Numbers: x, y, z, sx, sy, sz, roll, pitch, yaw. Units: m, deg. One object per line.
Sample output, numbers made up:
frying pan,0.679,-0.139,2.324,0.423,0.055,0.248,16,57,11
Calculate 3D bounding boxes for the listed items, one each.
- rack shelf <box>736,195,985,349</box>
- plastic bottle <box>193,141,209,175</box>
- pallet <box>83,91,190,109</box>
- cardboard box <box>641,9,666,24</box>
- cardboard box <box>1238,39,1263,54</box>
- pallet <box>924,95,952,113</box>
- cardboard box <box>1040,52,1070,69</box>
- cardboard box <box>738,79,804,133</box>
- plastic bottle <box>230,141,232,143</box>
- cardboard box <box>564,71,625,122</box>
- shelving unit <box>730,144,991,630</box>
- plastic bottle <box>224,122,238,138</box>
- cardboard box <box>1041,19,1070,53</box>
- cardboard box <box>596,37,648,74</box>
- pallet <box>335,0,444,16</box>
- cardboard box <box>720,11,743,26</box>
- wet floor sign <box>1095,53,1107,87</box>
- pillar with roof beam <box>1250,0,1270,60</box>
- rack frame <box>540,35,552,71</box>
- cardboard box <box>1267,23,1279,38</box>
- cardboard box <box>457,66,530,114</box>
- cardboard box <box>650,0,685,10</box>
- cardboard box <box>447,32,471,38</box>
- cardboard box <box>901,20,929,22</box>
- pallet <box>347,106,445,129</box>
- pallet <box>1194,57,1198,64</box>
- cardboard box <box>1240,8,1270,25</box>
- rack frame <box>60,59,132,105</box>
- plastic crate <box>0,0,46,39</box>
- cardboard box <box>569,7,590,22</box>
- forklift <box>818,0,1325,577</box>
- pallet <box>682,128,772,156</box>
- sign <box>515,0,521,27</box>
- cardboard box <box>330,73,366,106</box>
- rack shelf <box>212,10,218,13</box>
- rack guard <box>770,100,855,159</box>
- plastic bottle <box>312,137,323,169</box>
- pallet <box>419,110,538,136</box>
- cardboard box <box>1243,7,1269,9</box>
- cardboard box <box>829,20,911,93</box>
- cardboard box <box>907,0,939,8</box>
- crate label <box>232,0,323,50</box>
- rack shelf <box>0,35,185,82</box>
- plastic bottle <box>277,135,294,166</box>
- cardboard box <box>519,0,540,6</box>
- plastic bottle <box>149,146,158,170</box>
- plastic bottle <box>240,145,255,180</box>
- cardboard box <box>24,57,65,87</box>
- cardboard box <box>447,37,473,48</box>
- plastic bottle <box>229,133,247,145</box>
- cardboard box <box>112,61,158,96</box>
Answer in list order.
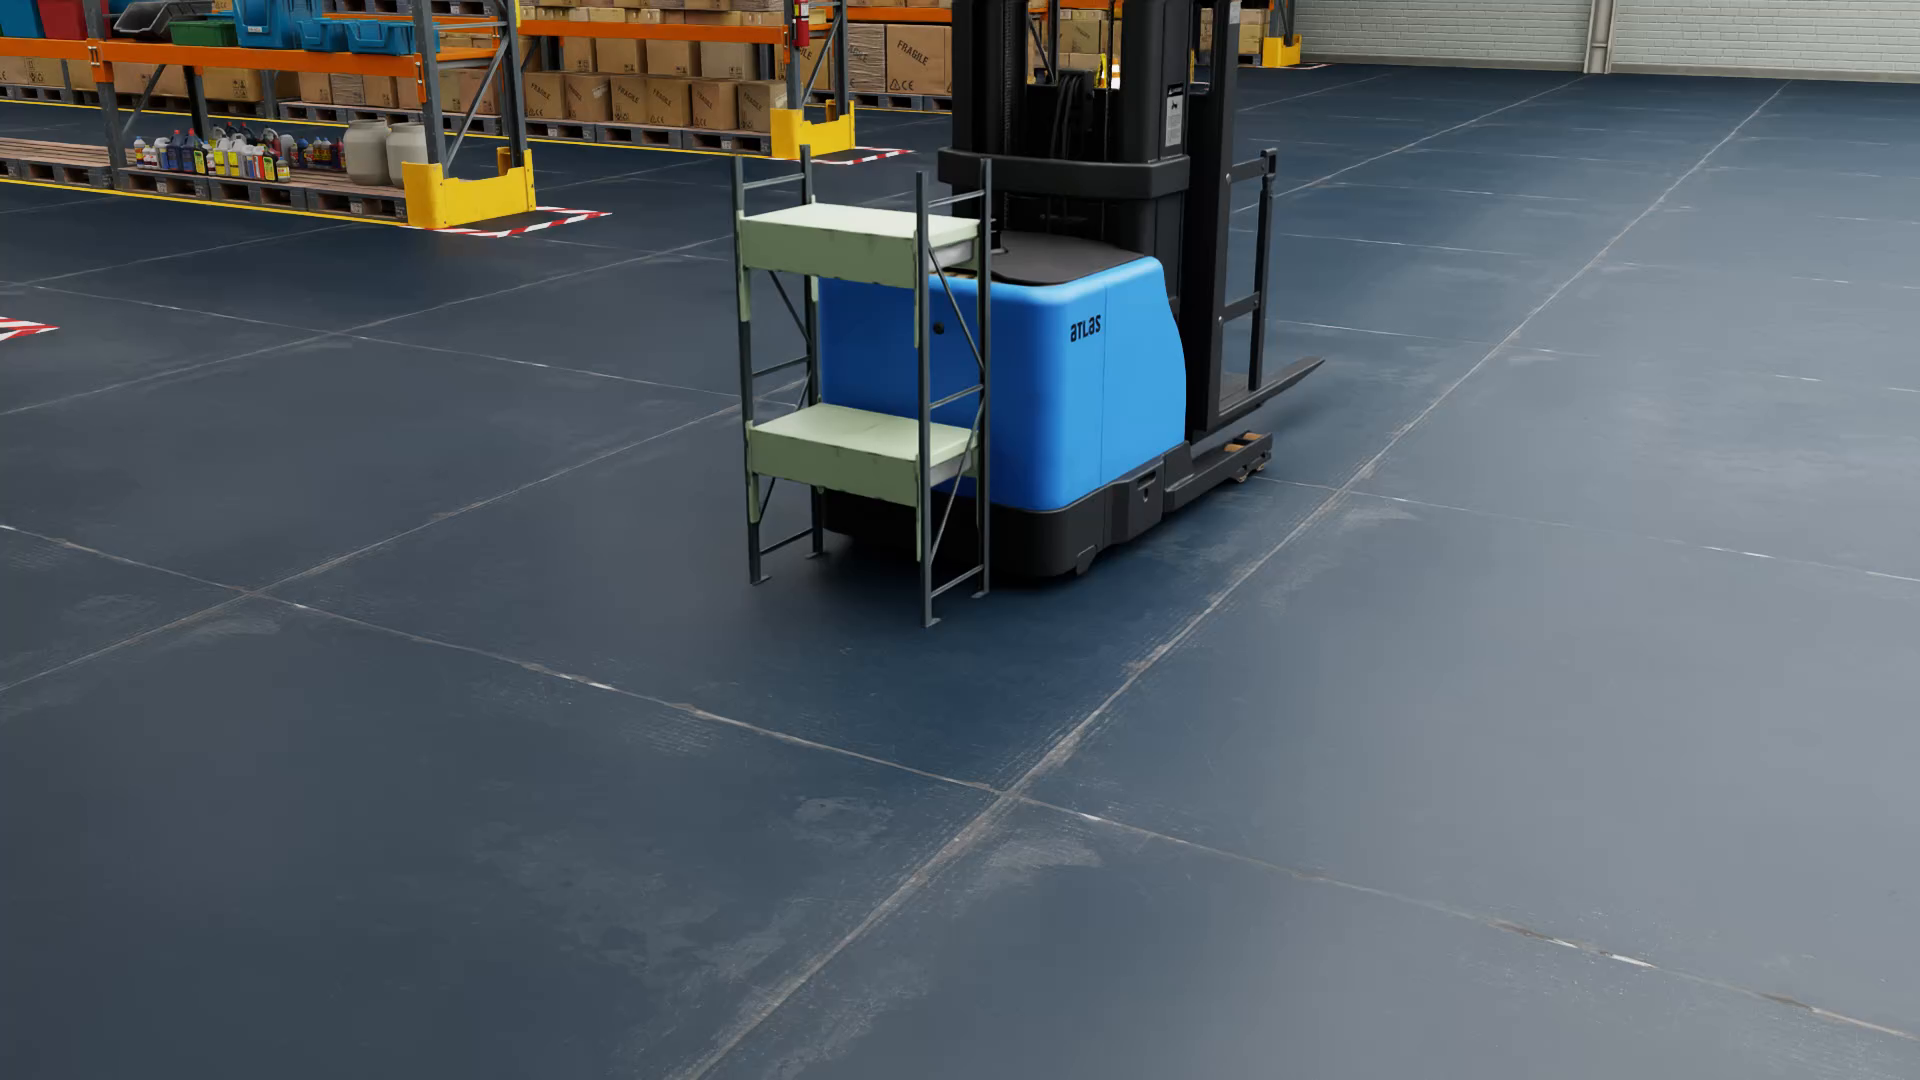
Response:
rack shelf,-0.323,-0.900,5.502,0.720,0.370,0.431,12,23,31
plastic bottle,-6.610,-3.332,14.491,0.133,0.283,0.061,12,23,30
pallet,-11.259,-6.120,22.926,1.213,0.211,1.003,11,23,27
cardboard box,-3.203,-5.627,17.846,0.250,0.149,0.380,11,23,27
cardboard box,5.193,-8.858,29.803,0.500,0.250,0.500,11,23,28
pallet,0.278,-5.799,22.043,1.213,0.211,1.003,11,23,27
cardboard box,1.595,-7.624,26.400,0.500,0.250,0.500,10,22,25
cardboard box,-2.030,-4.672,17.896,0.500,0.500,0.500,16,25,37
plastic bottle,-6.312,-3.346,14.540,0.135,0.276,0.152,11,23,27
cardboard box,-4.152,-5.057,18.957,0.500,0.500,0.500,-17,26,-39
shelving unit,-0.323,-0.534,5.636,0.755,1.500,0.431,12,23,31
plastic bottle,-6.698,-3.672,15.328,0.185,0.351,0.144,10,22,26
cardboard box,1.619,-7.976,26.270,0.500,0.500,0.500,10,22,26
cardboard box,-4.717,-7.198,24.494,0.750,0.750,1.050,11,23,28
pallet,-6.729,-6.464,20.067,1.213,0.211,1.003,11,23,27
cardboard box,-2.304,-5.477,17.432,0.250,0.149,0.380,11,23,27
wet floor sign,2.005,-6.478,23.278,0.232,0.644,0.267,7,21,18
pillar with roof beam,3.490,-11.892,25.952,0.400,9.000,9.100,11,23,27
rack frame,-5.970,-8.331,24.933,0.127,3.000,1.000,11,23,27
cardboard box,5.448,-9.249,30.147,0.500,0.250,0.500,11,23,28
cardboard box,-5.511,-5.346,19.725,0.500,0.500,0.700,9,22,23
cardboard box,-2.870,-5.971,17.843,0.500,0.500,0.875,11,23,27
cardboard box,-7.577,-7.911,25.727,0.500,0.250,0.500,11,23,29
cardboard box,-0.689,-10.273,33.153,0.625,0.625,0.875,12,23,29
pallet,-6.735,-5.227,20.464,1.213,0.211,1.003,11,23,27
pallet,4.008,-8.976,30.801,1.213,0.211,1.003,11,23,27
cardboard box,5.203,-9.328,29.631,0.500,0.250,0.500,12,23,29
rack frame,-11.969,-7.536,22.742,0.127,3.000,1.000,11,23,27
plastic crate,-8.515,-4.815,15.263,0.575,0.384,0.392,11,23,27
cardboard box,-4.079,-5.791,18.300,0.250,0.149,0.380,11,23,27
forklift,0.696,-1.697,6.744,1.130,2.935,3.031,12,23,31
pallet,-2.251,-4.388,18.153,1.213,0.211,1.003,11,23,27
sign,-3.636,-4.359,13.578,0.005,0.325,0.100,11,23,27
cardboard box,-7.392,-5.709,20.725,0.500,0.500,0.700,9,22,23
rack shelf,-10.223,-6.866,21.948,4.000,0.370,1.077,11,23,27
rack guard,-1.559,-4.378,17.702,0.348,0.500,1.175,11,23,27
plastic bottle,-5.726,-3.458,14.856,0.097,0.271,0.097,0,20,0
pallet,-5.666,-5.024,19.906,1.213,0.211,1.003,11,23,27
cardboard box,5.430,-9.480,30.052,0.500,0.250,0.500,10,22,26
cardboard box,-1.174,-6.590,22.634,0.875,0.875,0.875,11,23,28
cardboard box,-0.250,-7.335,21.967,0.550,0.550,0.875,11,23,27
crate label,-5.647,-4.308,13.792,0.616,0.435,0.502,11,23,27
rack shelf,-9.147,-4.726,16.049,4.000,0.370,1.077,11,23,27
plastic bottle,-6.108,-3.523,15.027,0.135,0.276,0.152,11,23,28
cardboard box,-4.622,-6.300,18.750,0.500,0.500,0.875,11,23,27
plastic bottle,-7.159,-3.405,14.813,0.097,0.201,0.097,0,20,0
plastic bottle,-6.054,-3.241,14.249,0.135,0.276,0.152,10,22,26
cardboard box,-12.506,-6.869,23.401,0.875,0.875,0.875,11,23,27
cardboard box,-7.593,-7.555,25.845,0.500,0.500,0.500,10,22,25
plastic bottle,-6.581,-3.556,15.120,0.135,0.276,0.152,11,23,27
cardboard box,-10.620,-6.486,22.347,0.875,0.875,1.225,10,22,25
